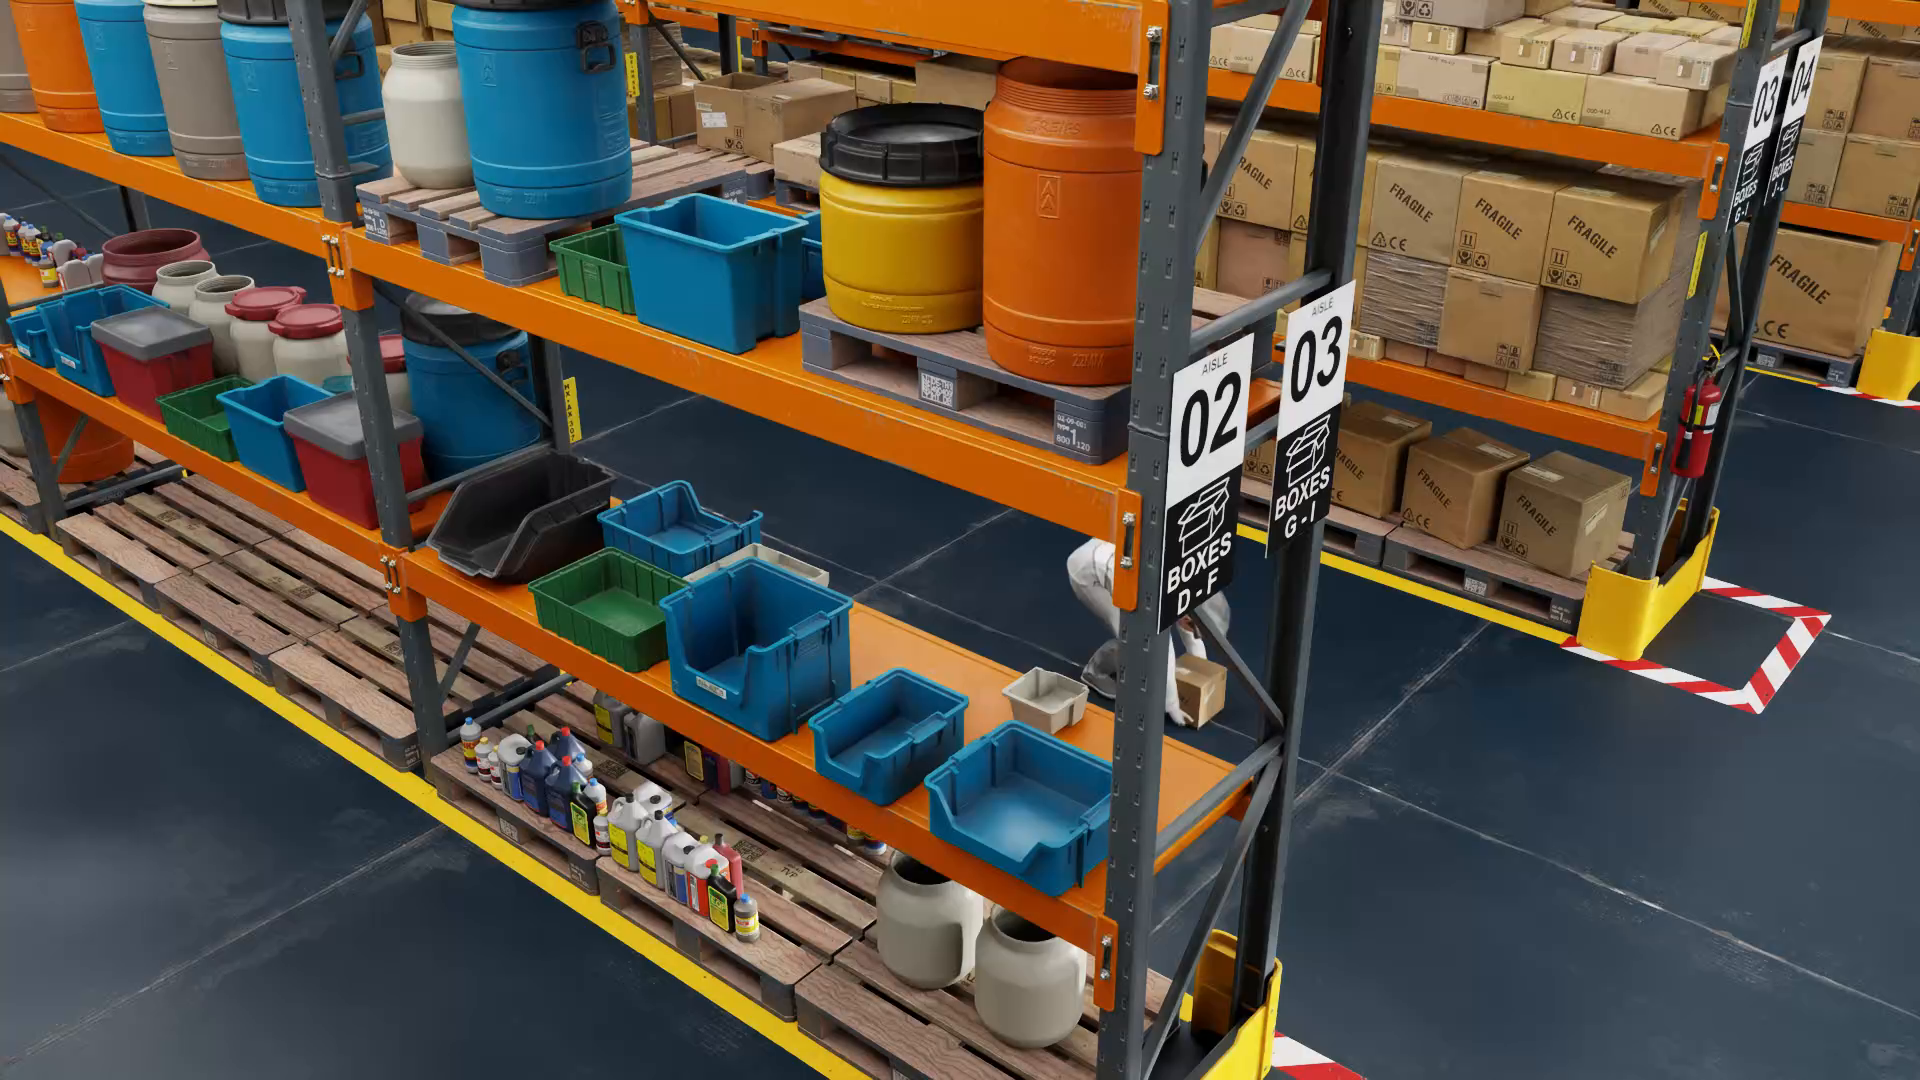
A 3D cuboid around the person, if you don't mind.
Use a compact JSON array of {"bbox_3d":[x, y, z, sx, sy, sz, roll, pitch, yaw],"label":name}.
[{"bbox_3d":[0.976,0.438,8.688,0.890,0.842,0.469,19,33,32],"label":"person"}]
